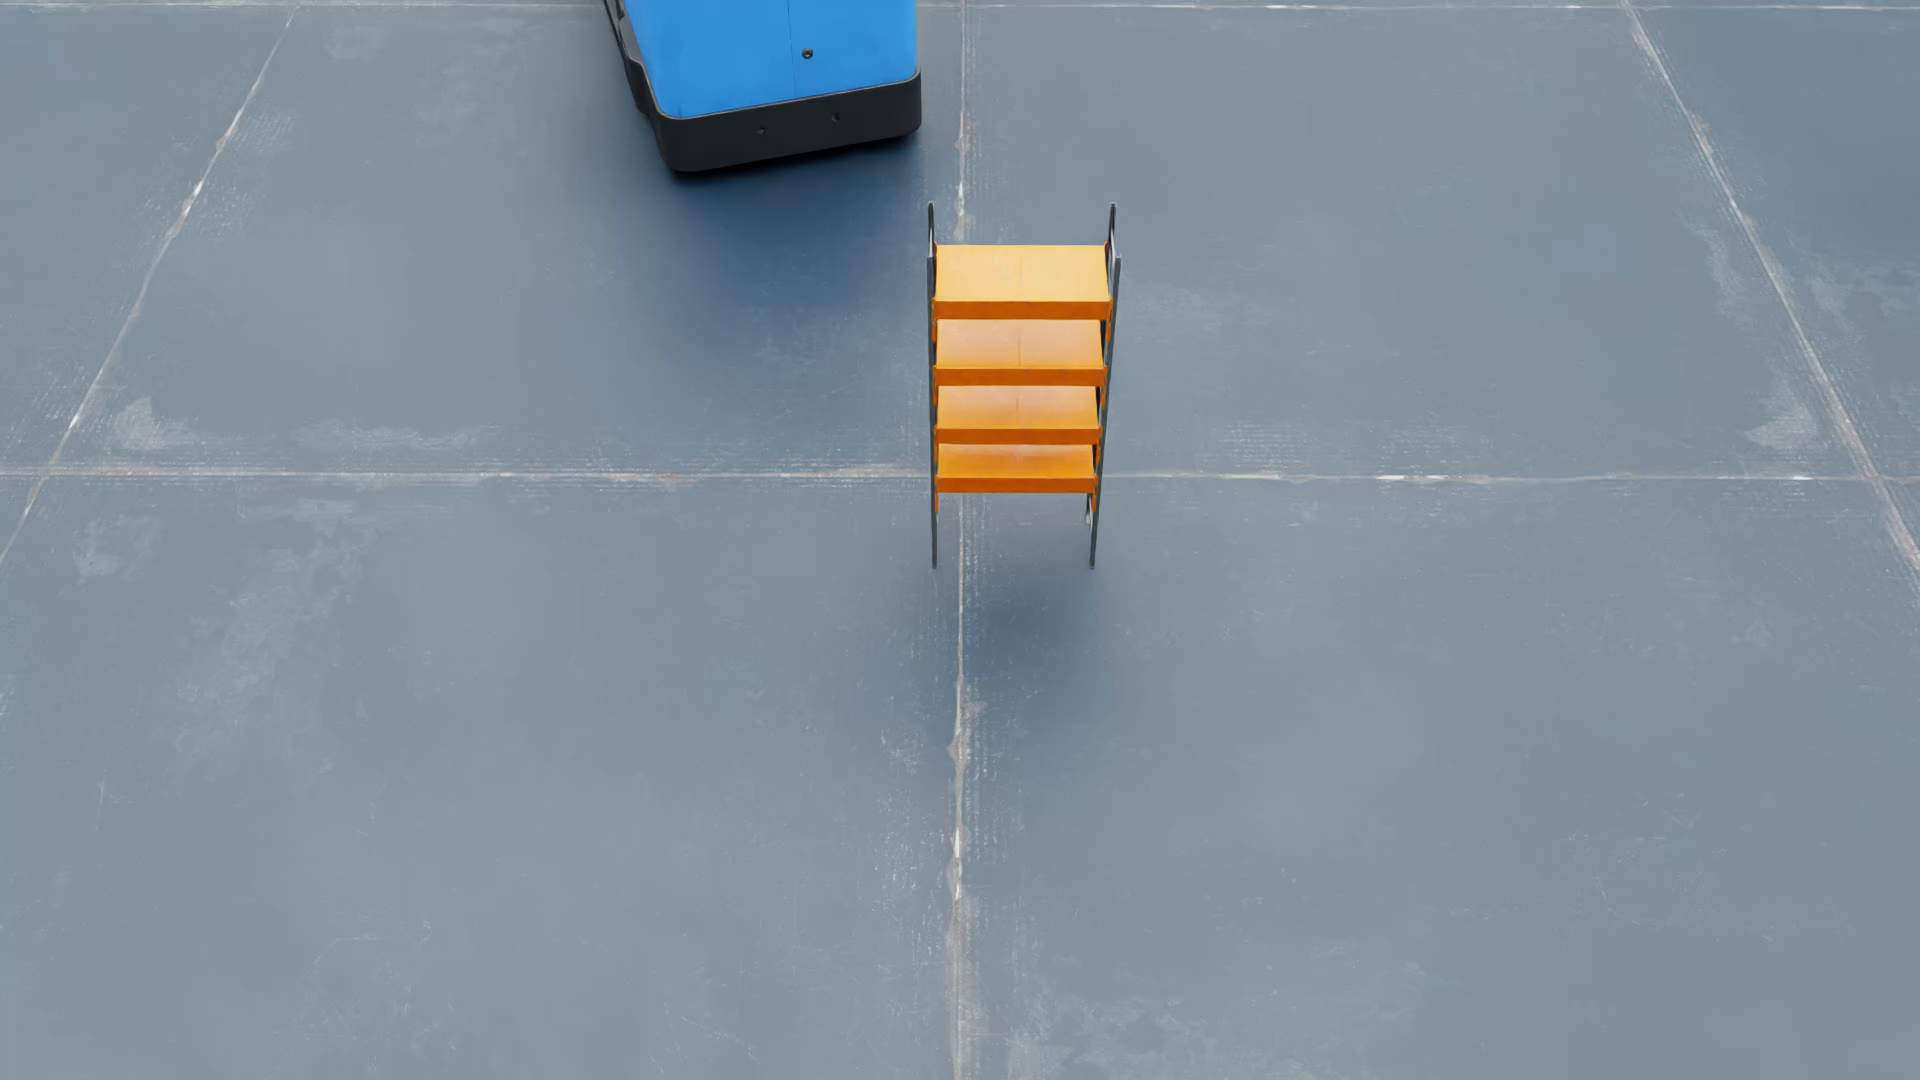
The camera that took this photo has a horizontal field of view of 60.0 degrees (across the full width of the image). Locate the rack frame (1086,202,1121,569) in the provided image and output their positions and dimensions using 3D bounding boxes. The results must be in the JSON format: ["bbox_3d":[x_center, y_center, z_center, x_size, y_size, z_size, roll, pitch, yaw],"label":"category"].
[{"bbox_3d":[0.410,-0.408,4.810,0.015,1.200,0.240,0,47,0],"label":"rack frame"}]

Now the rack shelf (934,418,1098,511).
[{"bbox_3d":[0.166,-0.227,5.005,0.480,0.148,0.258,0,47,0],"label":"rack shelf"}]

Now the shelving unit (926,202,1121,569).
[{"bbox_3d":[0.166,-0.408,4.810,0.503,1.200,0.258,0,47,0],"label":"shelving unit"}]

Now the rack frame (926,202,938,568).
[{"bbox_3d":[-0.078,-0.409,4.811,0.015,1.200,0.240,0,47,0],"label":"rack frame"}]

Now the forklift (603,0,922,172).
[{"bbox_3d":[-0.917,-3.132,6.207,1.129,2.867,1.939,-13,48,-12],"label":"forklift"}]

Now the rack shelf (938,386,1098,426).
[{"bbox_3d":[0.166,-0.389,4.831,0.457,0.050,0.221,0,47,0],"label":"rack shelf"}]

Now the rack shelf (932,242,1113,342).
[{"bbox_3d":[0.166,-0.676,4.523,0.480,0.148,0.258,0,47,0],"label":"rack shelf"}]

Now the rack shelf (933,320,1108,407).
[{"bbox_3d":[0.166,-0.515,4.696,0.480,0.148,0.258,0,47,0],"label":"rack shelf"}]
